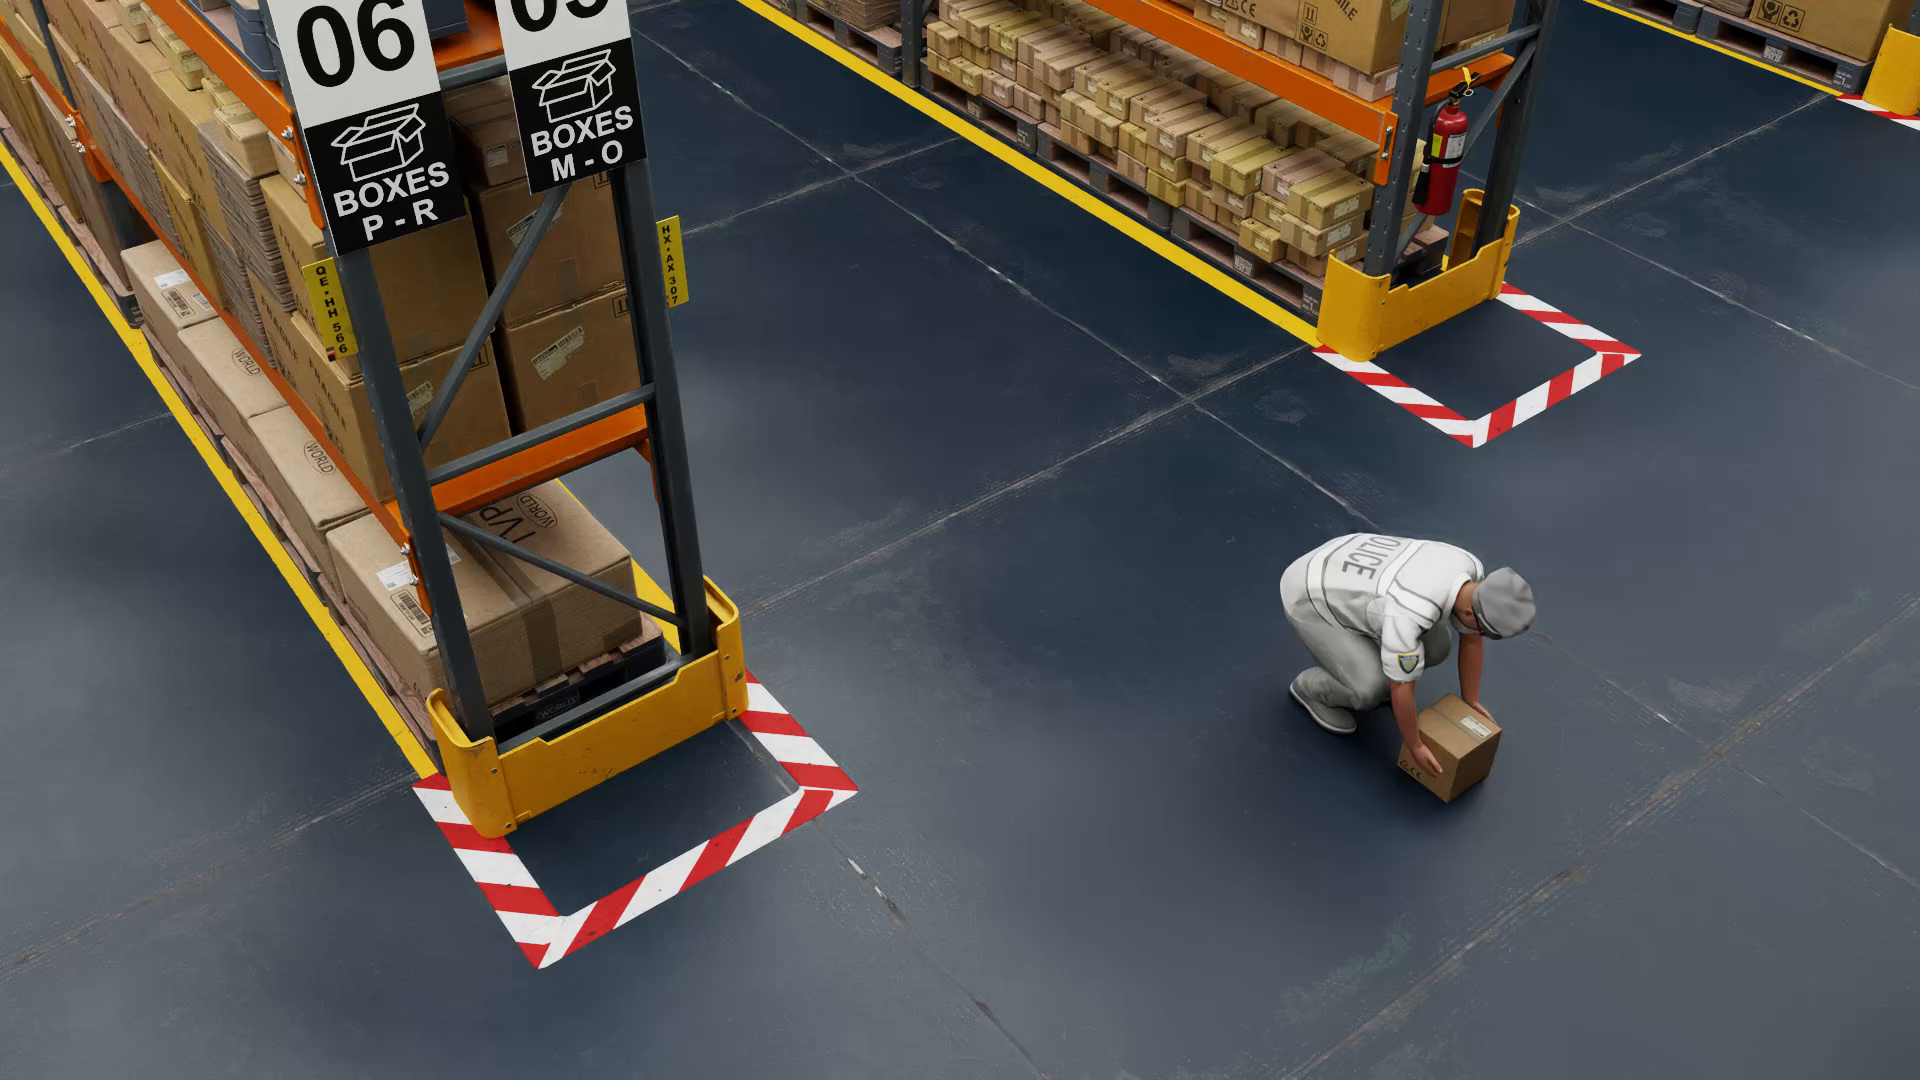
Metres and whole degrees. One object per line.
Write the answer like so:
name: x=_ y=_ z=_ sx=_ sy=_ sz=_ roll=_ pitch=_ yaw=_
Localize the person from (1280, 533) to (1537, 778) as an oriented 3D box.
person: x=1.681 y=0.346 z=6.375 sx=0.564 sy=0.942 sz=0.954 roll=-26 pitch=47 yaw=-28
